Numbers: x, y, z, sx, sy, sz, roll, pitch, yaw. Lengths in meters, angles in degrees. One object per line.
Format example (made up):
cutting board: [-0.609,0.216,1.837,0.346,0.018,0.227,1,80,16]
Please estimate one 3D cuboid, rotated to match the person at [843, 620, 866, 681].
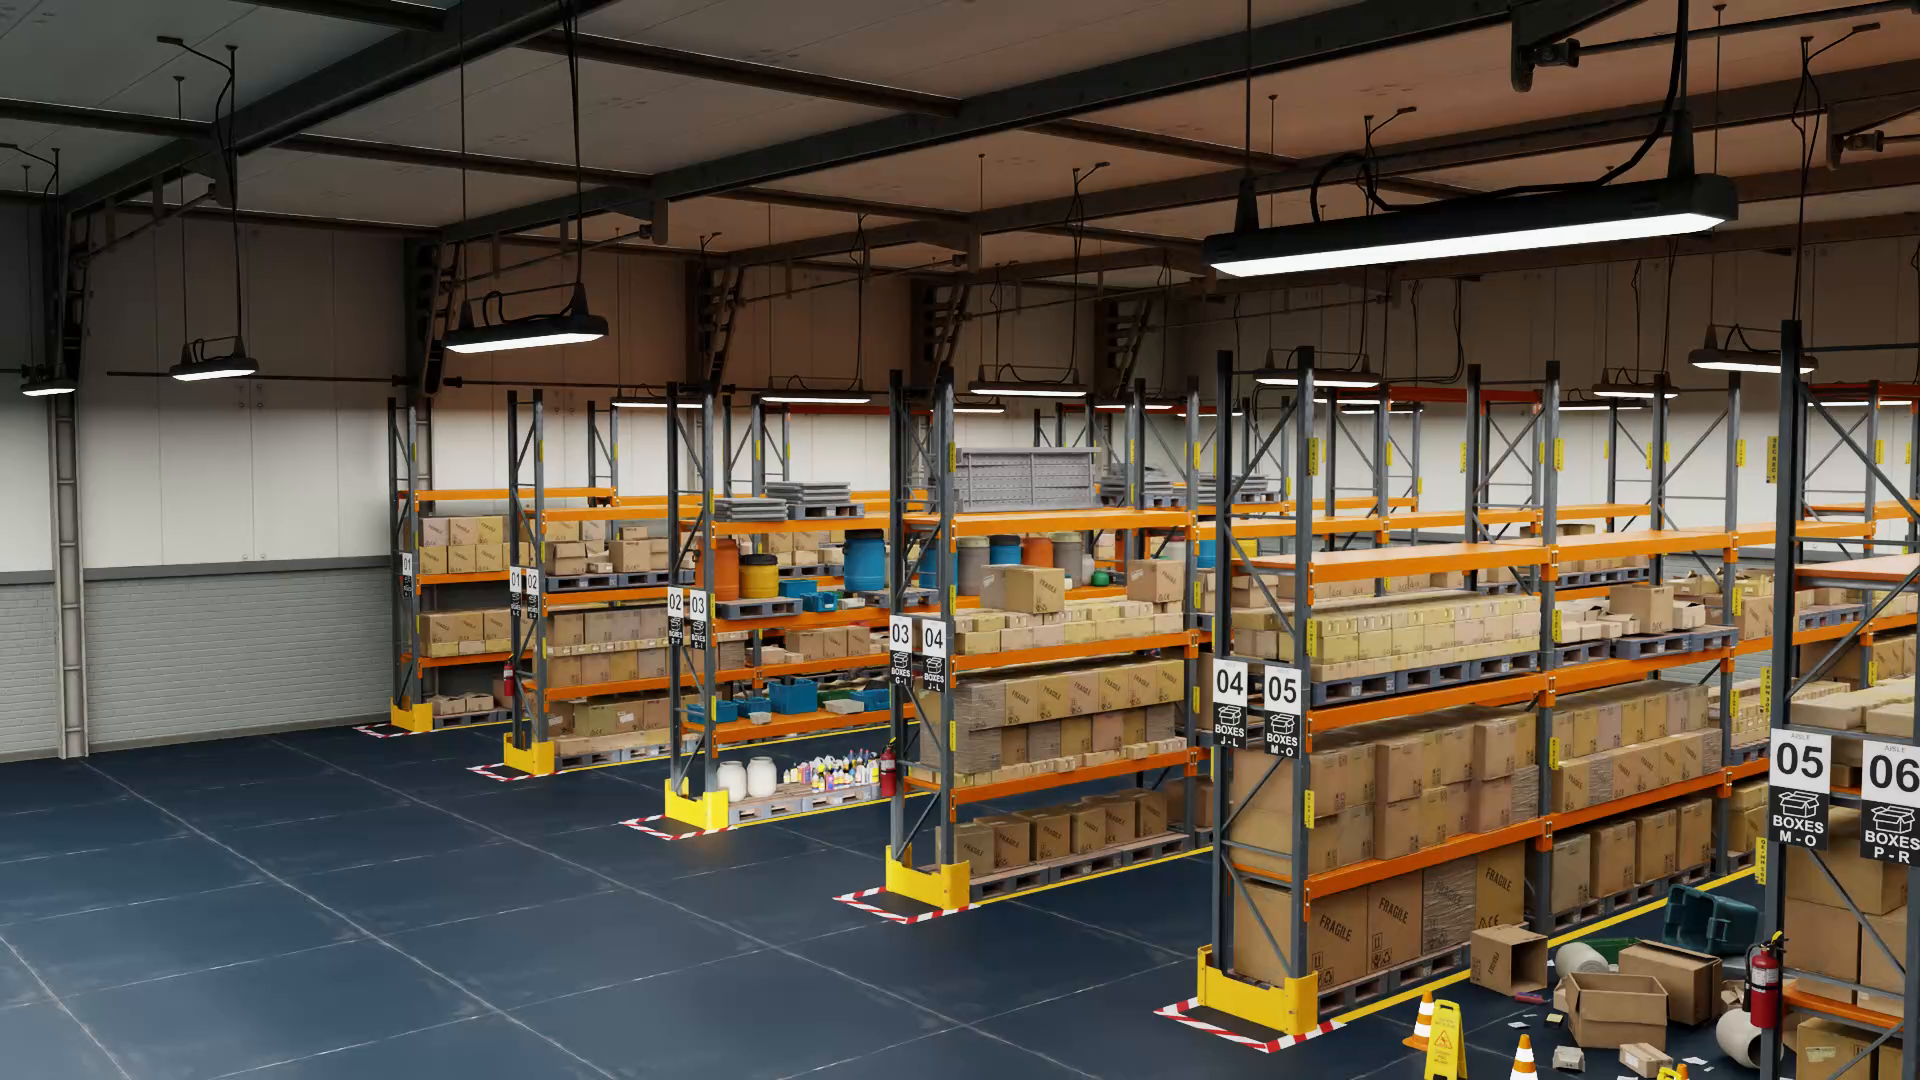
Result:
person: [-2.232,2.330,34.317,0.576,1.732,0.730,2,4,27]
